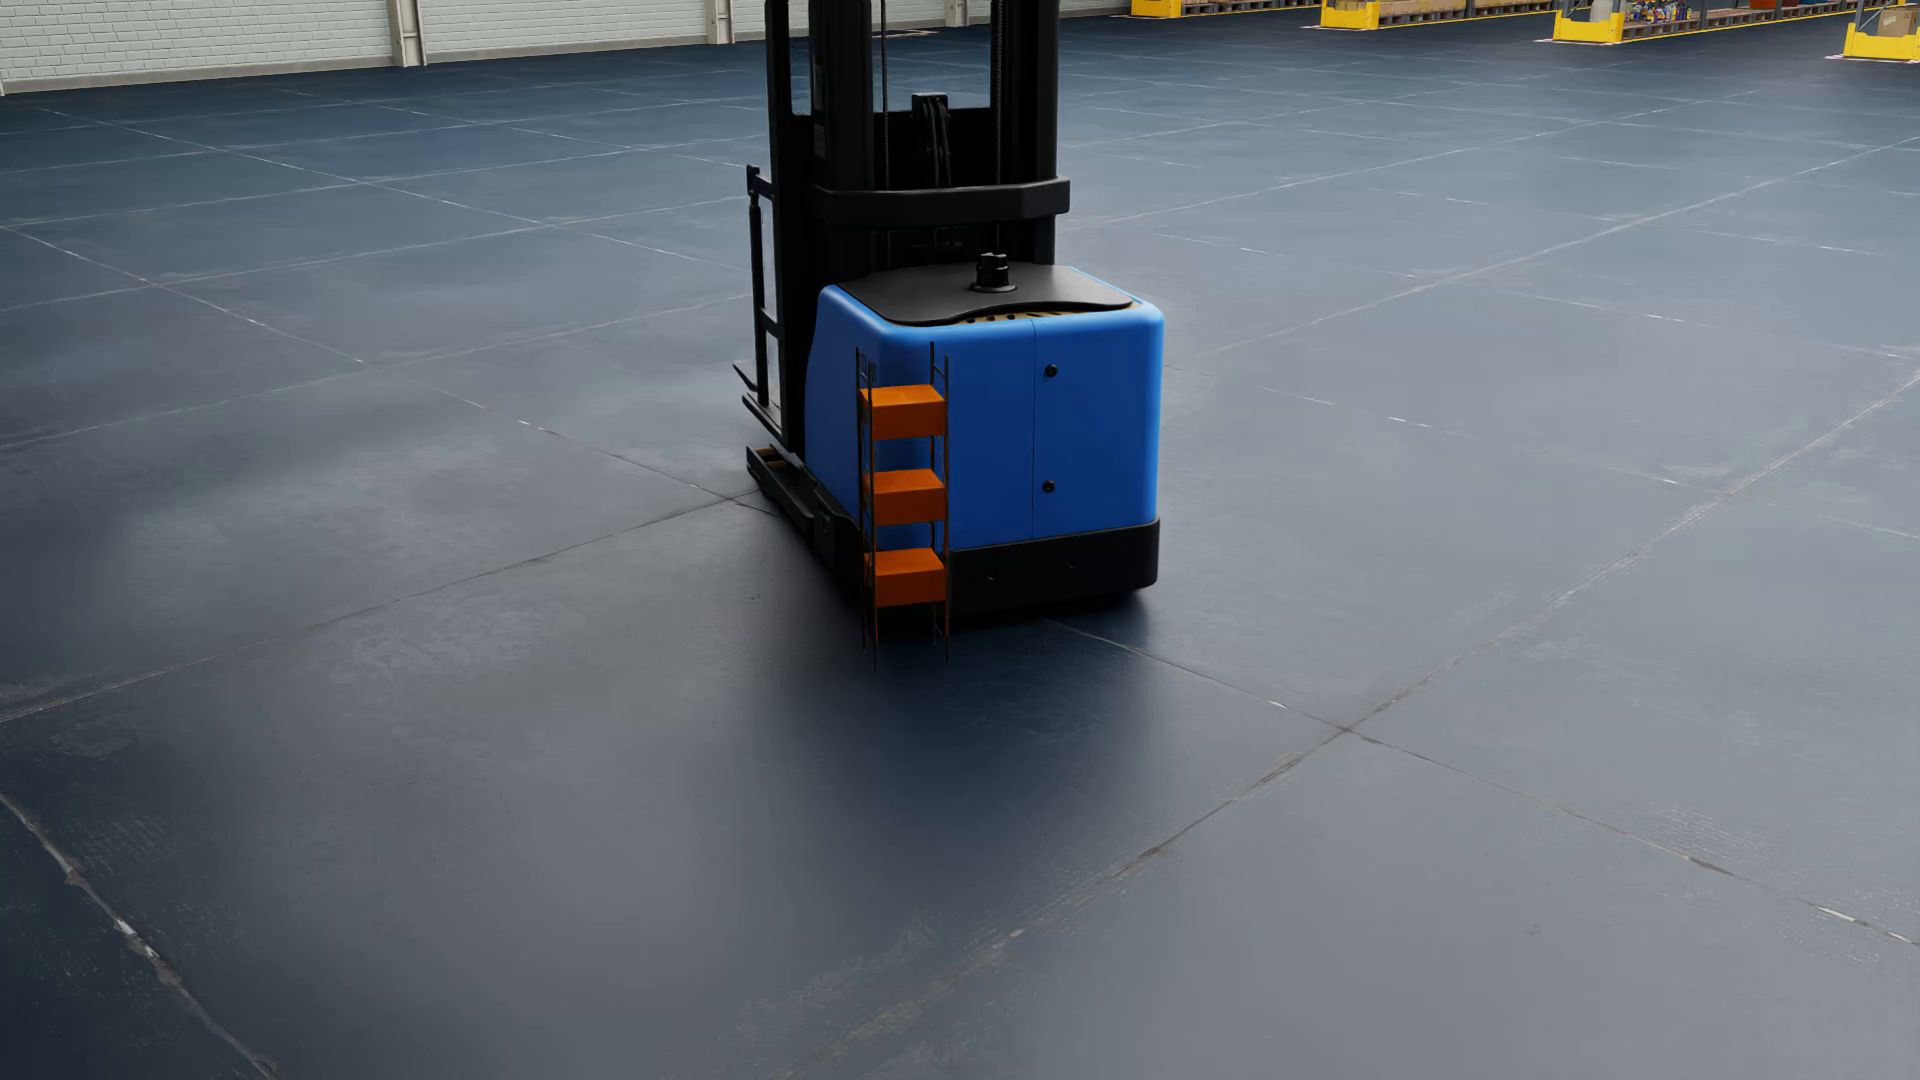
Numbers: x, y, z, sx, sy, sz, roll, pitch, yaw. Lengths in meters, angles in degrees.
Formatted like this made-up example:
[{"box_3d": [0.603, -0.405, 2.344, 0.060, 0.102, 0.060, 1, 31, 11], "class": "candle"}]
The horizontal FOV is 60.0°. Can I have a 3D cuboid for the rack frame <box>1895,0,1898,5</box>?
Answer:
[{"box_3d": [22.511, -14.551, 40.250, 1.000, 3.000, 0.127, 19, 28, 41], "class": "rack frame"}]

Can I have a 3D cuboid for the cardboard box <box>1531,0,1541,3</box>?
[{"box_3d": [12.834, -12.318, 37.688, 0.500, 0.250, 0.500, 19, 28, 40], "class": "cardboard box"}]

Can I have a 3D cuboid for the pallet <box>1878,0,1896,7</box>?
[{"box_3d": [21.908, -13.047, 40.224, 1.003, 0.211, 1.213, 19, 28, 41], "class": "pallet"}]

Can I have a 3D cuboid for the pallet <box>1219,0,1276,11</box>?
[{"box_3d": [6.598, -12.462, 38.704, 1.003, 0.211, 1.213, 19, 28, 41], "class": "pallet"}]

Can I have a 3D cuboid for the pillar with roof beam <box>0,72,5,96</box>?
[{"box_3d": [-9.539, -8.867, 17.102, 9.100, 9.000, 0.400, 19, 28, 41], "class": "pillar with roof beam"}]

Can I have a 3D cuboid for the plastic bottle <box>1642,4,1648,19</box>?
[{"box_3d": [13.265, -10.227, 32.190, 0.097, 0.271, 0.097, 0, 21, 0], "class": "plastic bottle"}]

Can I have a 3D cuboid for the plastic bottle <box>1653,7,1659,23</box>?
[{"box_3d": [13.008, -9.817, 31.107, 0.133, 0.283, 0.061, -20, 28, -41], "class": "plastic bottle"}]

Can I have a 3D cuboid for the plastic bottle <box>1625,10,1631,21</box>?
[{"box_3d": [12.711, -9.986, 31.661, 0.097, 0.201, 0.097, 0, 21, 0], "class": "plastic bottle"}]

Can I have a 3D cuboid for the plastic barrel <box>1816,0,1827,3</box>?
[{"box_3d": [19.329, -12.603, 37.524, 0.600, 0.901, 0.708, 19, 28, 41], "class": "plastic barrel"}]

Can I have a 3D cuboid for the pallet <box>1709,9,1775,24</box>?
[{"box_3d": [16.362, -11.003, 34.907, 1.003, 0.211, 1.213, 19, 28, 41], "class": "pallet"}]

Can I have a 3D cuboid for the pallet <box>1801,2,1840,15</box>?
[{"box_3d": [19.152, -12.033, 37.587, 1.003, 0.211, 1.213, 19, 28, 41], "class": "pallet"}]

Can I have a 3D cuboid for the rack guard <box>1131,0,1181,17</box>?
[{"box_3d": [4.304, -11.770, 36.500, 1.175, 0.500, 0.348, 19, 28, 41], "class": "rack guard"}]

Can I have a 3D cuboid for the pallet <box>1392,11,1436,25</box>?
[{"box_3d": [9.157, -10.896, 34.629, 1.003, 0.211, 1.213, 19, 28, 41], "class": "pallet"}]

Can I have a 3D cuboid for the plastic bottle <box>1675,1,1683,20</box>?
[{"box_3d": [13.763, -10.148, 31.875, 0.144, 0.351, 0.185, 18, 27, 38], "class": "plastic bottle"}]

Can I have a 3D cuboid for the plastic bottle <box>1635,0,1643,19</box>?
[{"box_3d": [13.148, -10.283, 32.225, 0.144, 0.351, 0.185, 18, 27, 38], "class": "plastic bottle"}]

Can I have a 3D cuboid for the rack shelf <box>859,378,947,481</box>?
[{"box_3d": [-0.183, -0.352, 5.265, 0.240, 0.259, 0.215, -6, 22, -14], "class": "rack shelf"}]

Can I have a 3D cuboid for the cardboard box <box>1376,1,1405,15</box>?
[{"box_3d": [8.683, -10.803, 33.746, 0.500, 0.250, 0.500, 19, 28, 41], "class": "cardboard box"}]

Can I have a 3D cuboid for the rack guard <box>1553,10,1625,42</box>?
[{"box_3d": [11.369, -9.302, 30.080, 1.175, 0.500, 0.348, 19, 28, 41], "class": "rack guard"}]

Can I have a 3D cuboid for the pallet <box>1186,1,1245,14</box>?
[{"box_3d": [5.747, -12.147, 37.884, 1.003, 0.211, 1.213, 19, 28, 41], "class": "pallet"}]

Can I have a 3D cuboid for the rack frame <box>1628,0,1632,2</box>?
[{"box_3d": [16.174, -14.763, 40.803, 1.000, 3.000, 0.127, 19, 28, 41], "class": "rack frame"}]

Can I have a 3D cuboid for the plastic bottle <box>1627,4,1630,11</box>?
[{"box_3d": [12.721, -10.126, 31.817, 0.185, 0.351, 0.144, -19, 28, -40], "class": "plastic bottle"}]

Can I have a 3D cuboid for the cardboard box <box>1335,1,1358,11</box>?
[{"box_3d": [7.965, -10.803, 33.747, 0.500, 0.250, 0.500, 19, 28, 41], "class": "cardboard box"}]

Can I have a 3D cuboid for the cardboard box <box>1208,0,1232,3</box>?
[{"box_3d": [5.743, -12.434, 37.614, 0.700, 0.500, 0.500, 17, 27, 37], "class": "cardboard box"}]

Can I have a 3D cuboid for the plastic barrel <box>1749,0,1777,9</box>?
[{"box_3d": [17.259, -11.807, 35.552, 0.600, 0.830, 0.708, 19, 28, 41], "class": "plastic barrel"}]

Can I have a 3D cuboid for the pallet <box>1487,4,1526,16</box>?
[{"box_3d": [11.930, -11.919, 37.291, 1.003, 0.211, 1.213, 19, 28, 41], "class": "pallet"}]

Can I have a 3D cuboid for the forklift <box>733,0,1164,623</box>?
[{"box_3d": [-0.280, -1.583, 6.609, 1.130, 2.935, 3.031, -8, 22, -19], "class": "forklift"}]

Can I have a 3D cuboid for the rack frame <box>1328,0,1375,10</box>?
[{"box_3d": [7.803, -11.678, 32.778, 1.000, 3.000, 0.127, 19, 28, 41], "class": "rack frame"}]

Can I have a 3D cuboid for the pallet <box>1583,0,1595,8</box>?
[{"box_3d": [14.783, -12.928, 39.915, 1.003, 0.211, 1.213, 19, 28, 41], "class": "pallet"}]

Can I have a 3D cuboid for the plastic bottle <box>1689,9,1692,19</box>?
[{"box_3d": [14.110, -10.194, 32.202, 0.097, 0.201, 0.097, 0, 21, 0], "class": "plastic bottle"}]

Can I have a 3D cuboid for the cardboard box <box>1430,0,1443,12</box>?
[{"box_3d": [9.732, -11.187, 34.746, 0.500, 0.250, 0.500, 19, 28, 41], "class": "cardboard box"}]

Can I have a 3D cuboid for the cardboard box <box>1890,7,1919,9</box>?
[{"box_3d": [15.738, -8.546, 27.527, 0.500, 0.500, 0.500, -12, 24, -28], "class": "cardboard box"}]

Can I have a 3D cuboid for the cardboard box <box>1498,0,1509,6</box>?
[{"box_3d": [11.769, -11.926, 36.668, 0.500, 0.250, 0.500, 18, 28, 39], "class": "cardboard box"}]

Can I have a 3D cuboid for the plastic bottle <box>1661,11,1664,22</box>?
[{"box_3d": [13.215, -9.864, 31.345, 0.097, 0.201, 0.097, 0, 21, 0], "class": "plastic bottle"}]

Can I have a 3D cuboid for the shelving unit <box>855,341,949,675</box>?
[{"box_3d": [-0.183, -0.097, 5.363, 0.252, 1.050, 0.215, -6, 22, -14], "class": "shelving unit"}]

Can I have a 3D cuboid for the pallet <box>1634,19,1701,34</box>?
[{"box_3d": [13.641, -10.002, 32.303, 1.003, 0.211, 1.213, 19, 28, 41], "class": "pallet"}]

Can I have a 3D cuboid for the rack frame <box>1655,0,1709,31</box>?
[{"box_3d": [14.140, -11.466, 32.225, 1.000, 3.000, 0.127, 19, 28, 41], "class": "rack frame"}]

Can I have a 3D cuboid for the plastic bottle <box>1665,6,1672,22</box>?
[{"box_3d": [13.422, -9.989, 31.566, 0.135, 0.276, 0.152, -20, 28, -41], "class": "plastic bottle"}]
